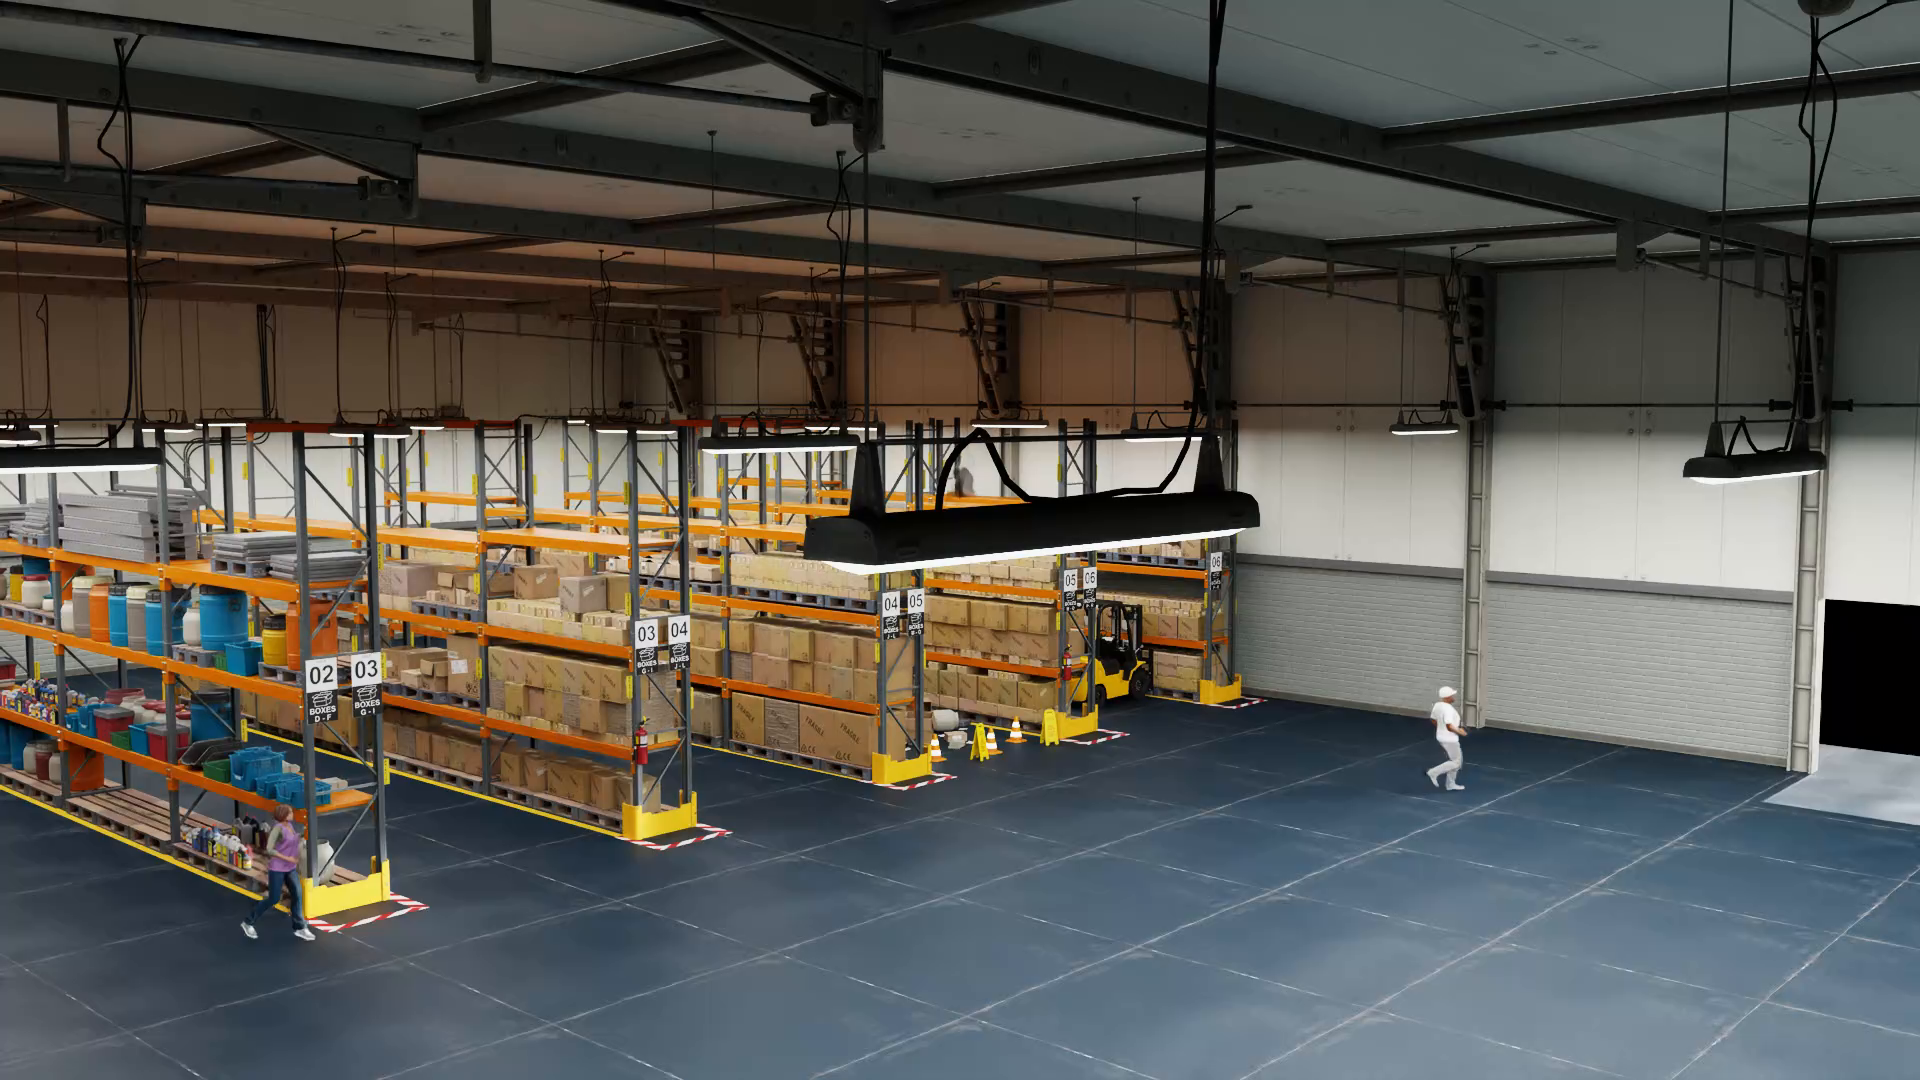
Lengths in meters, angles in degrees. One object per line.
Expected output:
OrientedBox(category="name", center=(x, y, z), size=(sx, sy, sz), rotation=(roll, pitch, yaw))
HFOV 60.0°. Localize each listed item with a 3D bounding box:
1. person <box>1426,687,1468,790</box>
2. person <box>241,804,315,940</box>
OrientedBox(category="person", center=(7.939, 3.251, 27.187), size=(0.687, 1.722, 0.705), rotation=(0, 5, -5))
OrientedBox(category="person", center=(-8.017, 3.967, 19.726), size=(0.865, 1.482, 0.609), rotation=(1, 5, 7))
